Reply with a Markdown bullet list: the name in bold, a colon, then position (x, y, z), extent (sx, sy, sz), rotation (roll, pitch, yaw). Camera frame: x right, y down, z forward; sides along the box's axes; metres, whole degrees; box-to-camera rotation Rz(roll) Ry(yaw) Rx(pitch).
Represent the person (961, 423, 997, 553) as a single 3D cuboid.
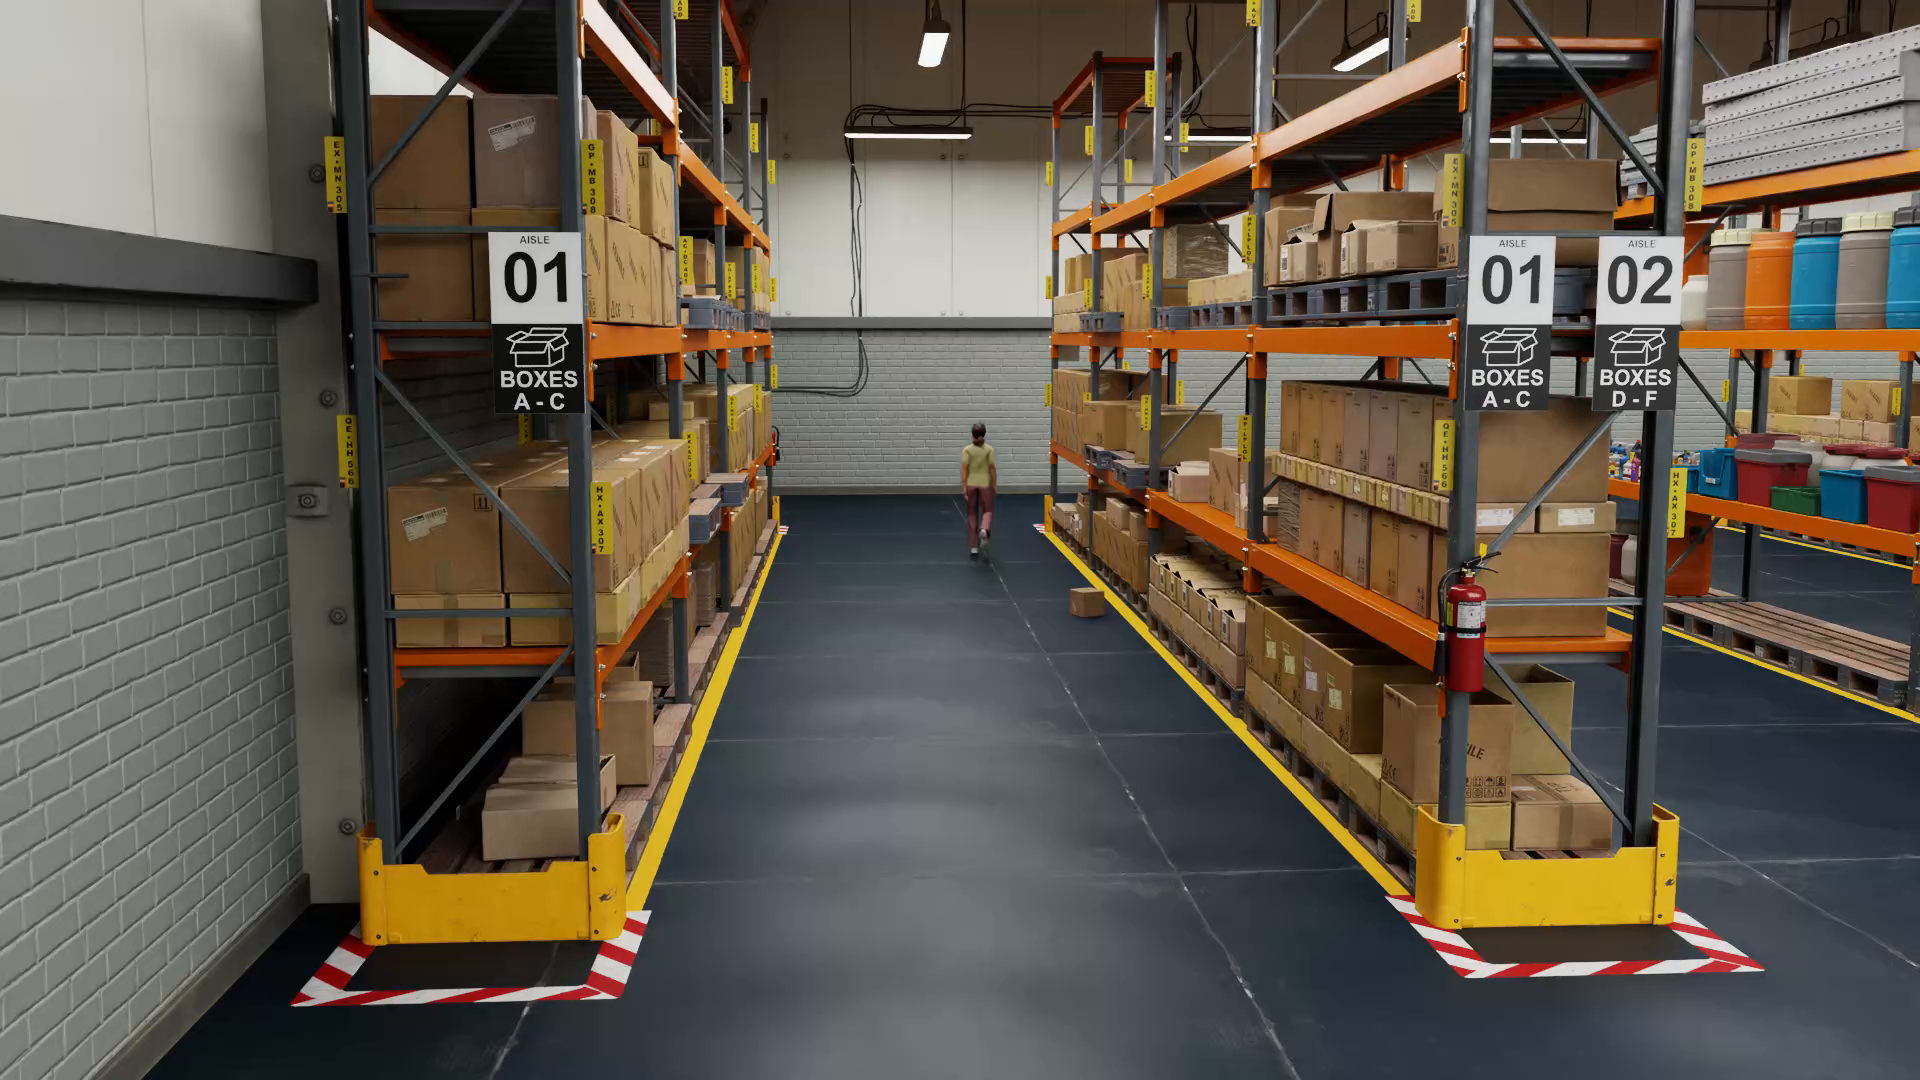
- **person**: position (0.240, -0.642, 20.945), extent (0.454, 1.651, 0.639), rotation (0, 7, 0)
